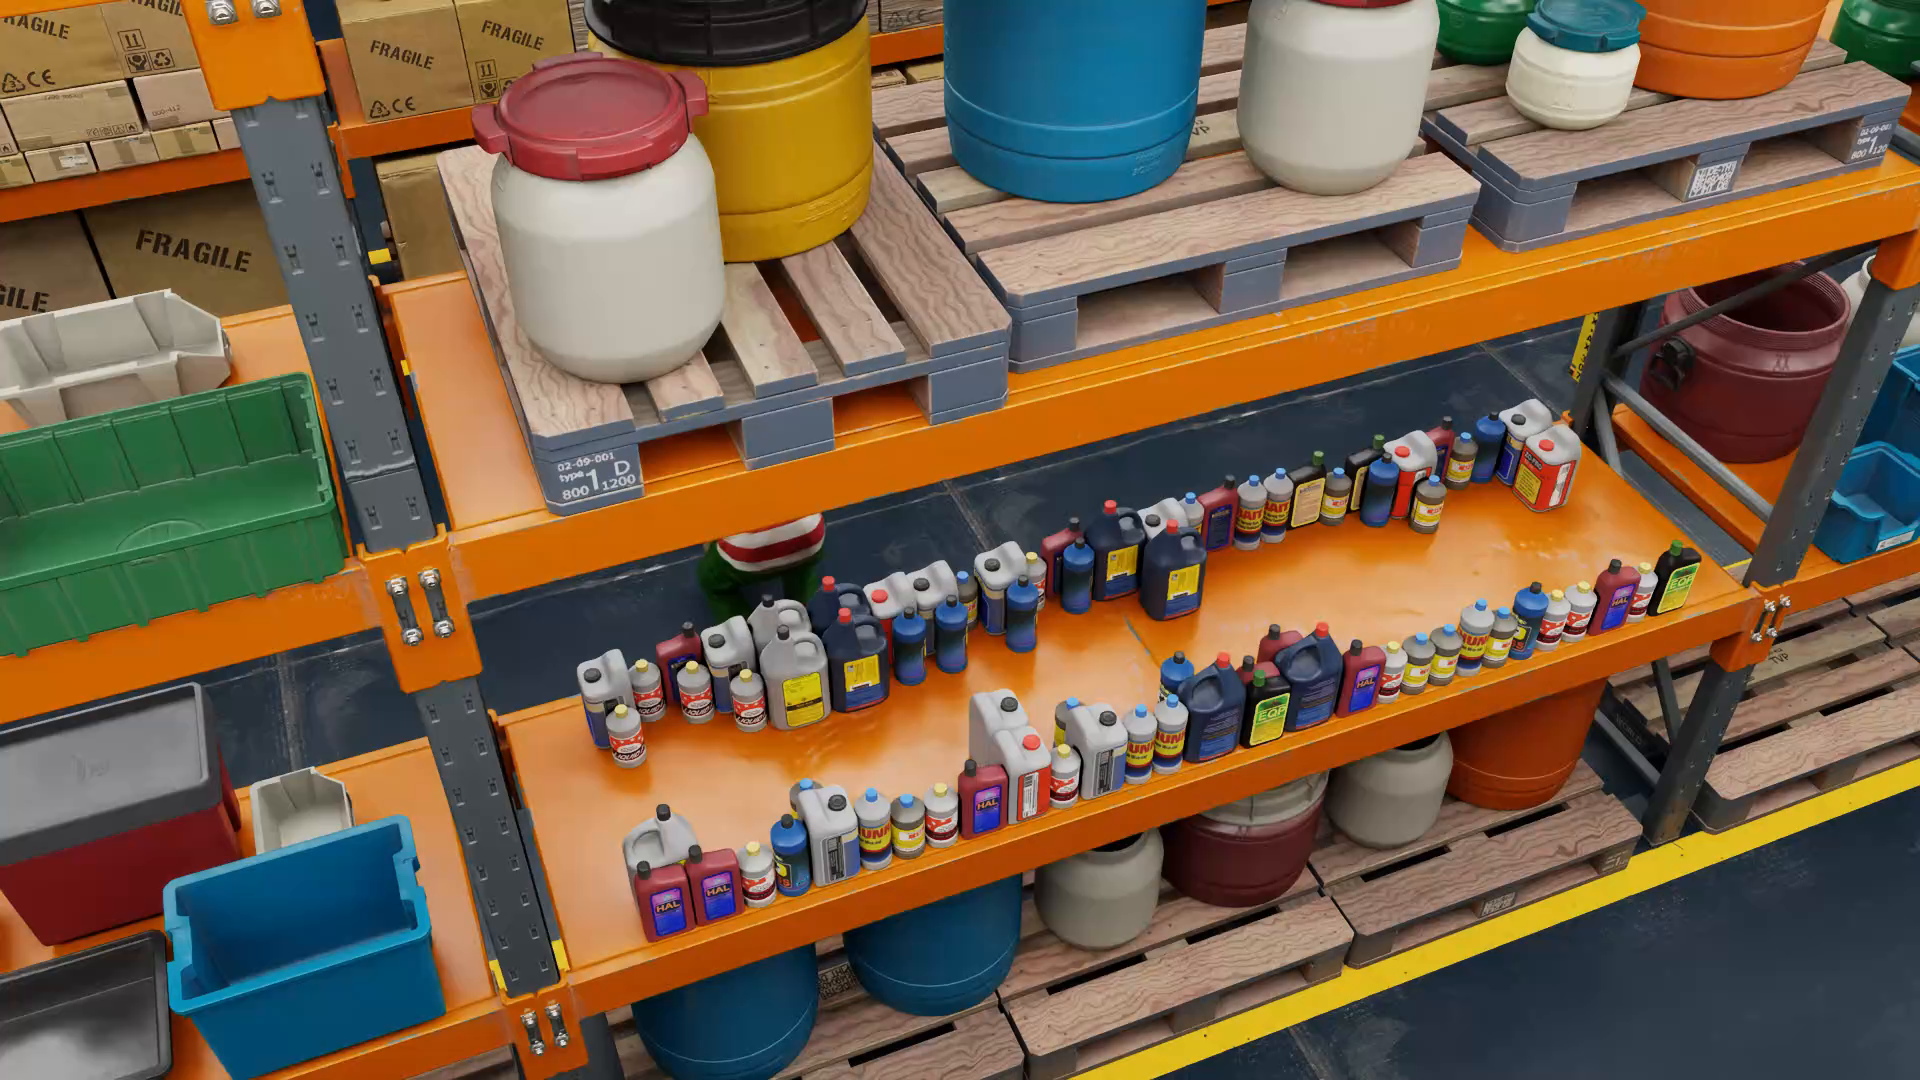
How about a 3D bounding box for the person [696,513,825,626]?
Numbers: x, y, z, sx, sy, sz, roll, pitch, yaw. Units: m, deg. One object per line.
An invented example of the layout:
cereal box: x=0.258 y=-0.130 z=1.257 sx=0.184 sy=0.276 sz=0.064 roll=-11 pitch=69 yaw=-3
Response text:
person: x=-0.804 y=-0.074 z=6.385 sx=0.575 sy=1.578 sz=0.647 roll=-15 pitch=43 yaw=-16
